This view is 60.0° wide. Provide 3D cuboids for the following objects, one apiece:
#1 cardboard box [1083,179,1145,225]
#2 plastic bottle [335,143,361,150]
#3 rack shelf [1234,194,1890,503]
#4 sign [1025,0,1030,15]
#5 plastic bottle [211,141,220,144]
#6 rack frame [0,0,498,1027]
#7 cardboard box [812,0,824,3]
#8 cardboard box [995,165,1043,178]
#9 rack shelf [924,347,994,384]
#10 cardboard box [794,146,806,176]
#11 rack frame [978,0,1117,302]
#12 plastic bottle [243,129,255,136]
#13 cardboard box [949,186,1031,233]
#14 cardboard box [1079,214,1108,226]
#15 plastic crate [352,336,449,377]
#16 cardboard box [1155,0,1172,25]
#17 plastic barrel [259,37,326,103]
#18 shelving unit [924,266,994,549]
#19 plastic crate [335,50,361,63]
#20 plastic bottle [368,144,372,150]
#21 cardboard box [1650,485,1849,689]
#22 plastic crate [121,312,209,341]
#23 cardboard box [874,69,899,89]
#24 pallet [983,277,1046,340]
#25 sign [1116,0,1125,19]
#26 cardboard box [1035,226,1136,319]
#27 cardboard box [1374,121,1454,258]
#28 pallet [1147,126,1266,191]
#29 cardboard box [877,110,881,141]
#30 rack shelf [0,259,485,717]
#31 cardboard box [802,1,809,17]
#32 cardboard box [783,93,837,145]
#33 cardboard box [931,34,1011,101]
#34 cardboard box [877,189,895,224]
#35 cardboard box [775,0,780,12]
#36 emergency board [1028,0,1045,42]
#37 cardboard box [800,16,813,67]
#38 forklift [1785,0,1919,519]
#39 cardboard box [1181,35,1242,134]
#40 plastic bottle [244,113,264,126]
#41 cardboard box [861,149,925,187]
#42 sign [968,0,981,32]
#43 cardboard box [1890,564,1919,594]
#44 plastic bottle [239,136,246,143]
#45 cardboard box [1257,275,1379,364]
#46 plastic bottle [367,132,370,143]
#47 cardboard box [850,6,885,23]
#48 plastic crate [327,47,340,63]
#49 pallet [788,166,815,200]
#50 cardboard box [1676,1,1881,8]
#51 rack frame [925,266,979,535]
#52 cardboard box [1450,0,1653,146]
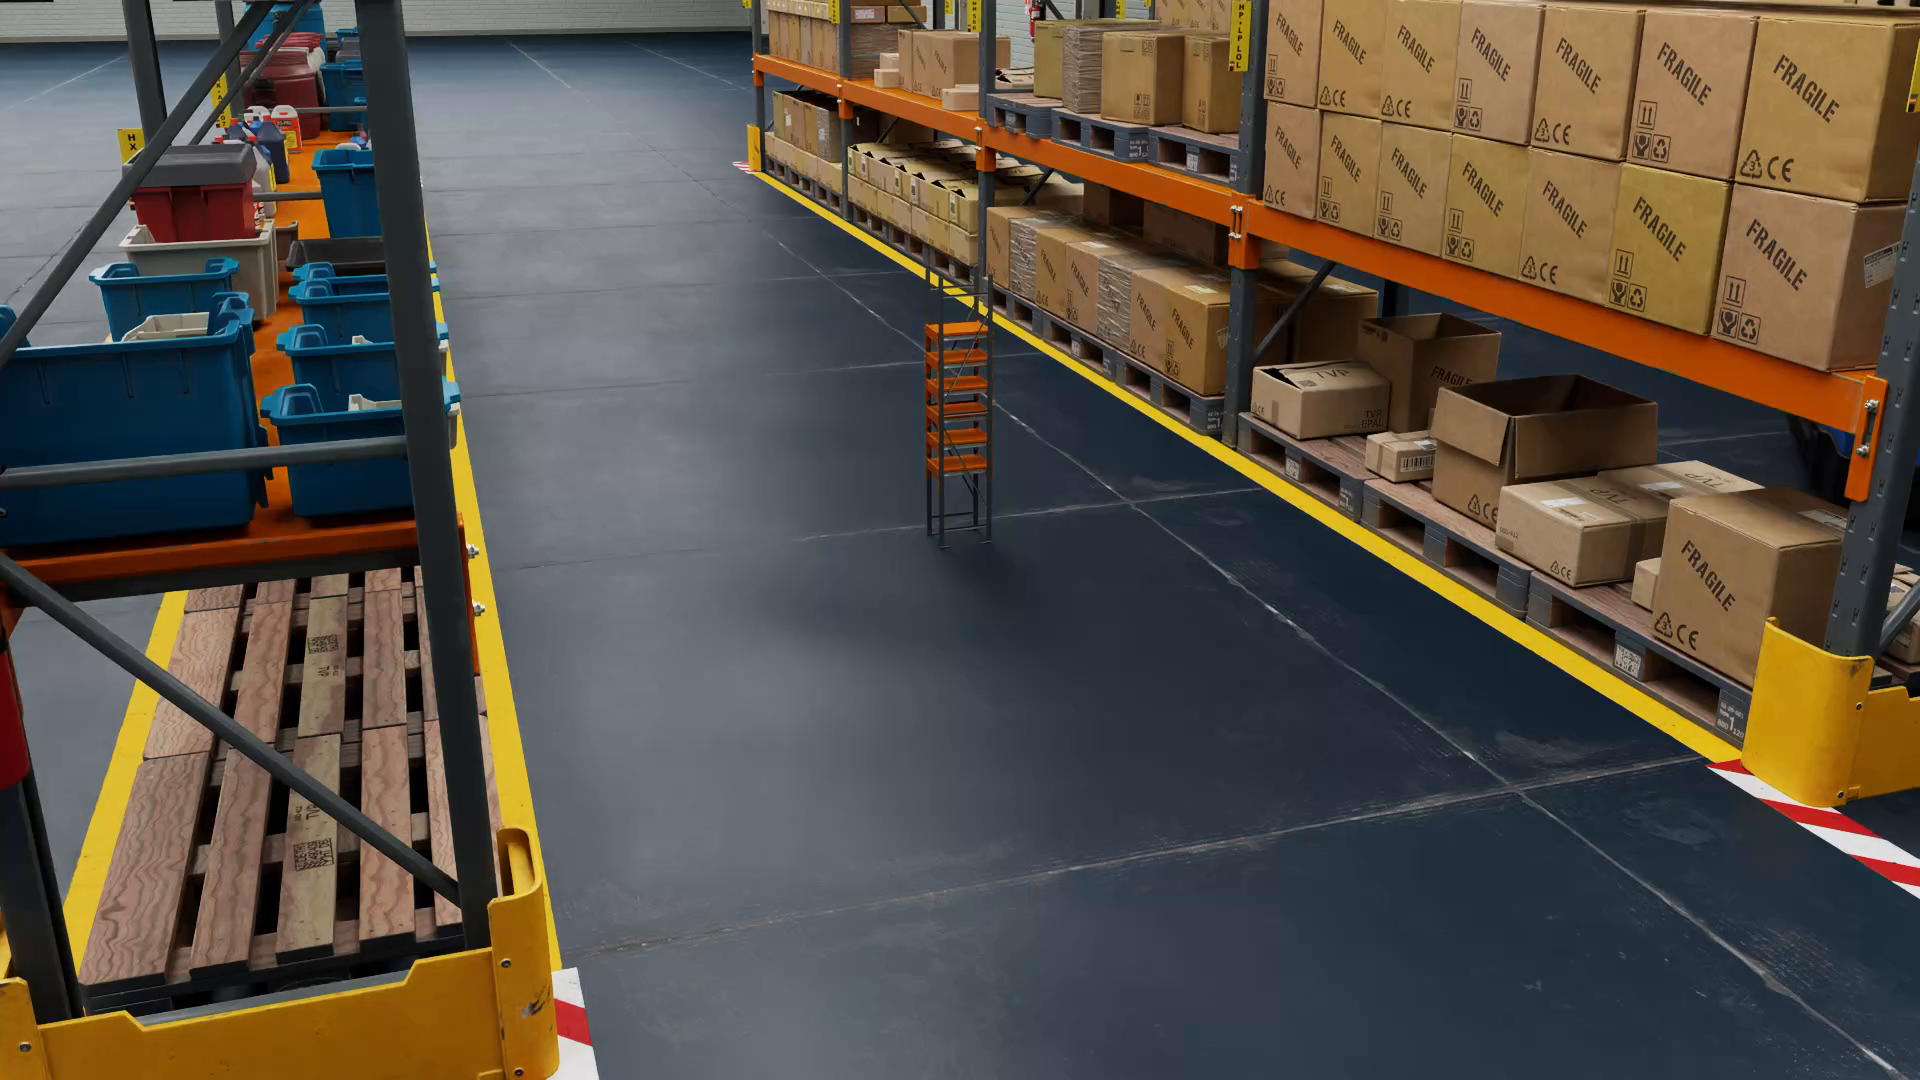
[{"bbox_3d":[1.165,-2.331,11.407,0.500,0.250,0.500,-6,20,-15],"label":"cardboard box"},{"bbox_3d":[-3.039,-1.843,8.295,0.152,0.276,0.135,-6,21,-17],"label":"plastic bottle"},{"bbox_3d":[2.513,-0.976,6.762,1.077,0.370,4.000,-6,21,-17],"label":"rack shelf"},{"bbox_3d":[1.153,-9.130,28.346,0.001,0.329,0.234,-6,21,-17],"label":"sign"},{"bbox_3d":[-3.419,-1.669,7.698,0.144,0.351,0.185,-6,21,-17],"label":"plastic bottle"},{"bbox_3d":[-1.562,-0.148,3.392,1.000,3.000,0.127,-6,21,-17],"label":"rack frame"},{"bbox_3d":[-1.093,-5.646,16.632,0.700,0.500,0.500,-6,21,-17],"label":"cardboard box"},{"bbox_3d":[0.410,-2.939,13.778,0.500,0.311,0.500,-7,21,-19],"label":"cardboard box"},{"bbox_3d":[-0.005,-0.753,7.161,0.258,0.103,0.180,-6,21,-17],"label":"rack shelf"},{"bbox_3d":[-1.460,-4.034,17.657,0.500,0.250,0.500,-6,21,-17],"label":"cardboard box"},{"bbox_3d":[0.627,-3.240,12.001,1.000,3.000,0.127,-6,21,-17],"label":"rack frame"},{"bbox_3d":[-3.812,-2.039,8.839,0.152,0.276,0.135,-6,21,-17],"label":"plastic bottle"},{"bbox_3d":[0.228,-2.550,12.695,0.500,0.311,0.500,-6,21,-16],"label":"cardboard box"},{"bbox_3d":[1.144,-1.996,11.583,0.500,0.500,0.500,-6,20,-15],"label":"cardboard box"},{"bbox_3d":[-1.563,-0.496,4.661,0.250,0.136,0.298,-6,21,-17],"label":"plastic crate"},{"bbox_3d":[2.679,-6.442,19.997,0.500,0.500,0.500,-6,21,-17],"label":"cardboard box"},{"bbox_3d":[-5.011,-3.497,12.515,0.433,0.535,0.433,0,20,0],"label":"plastic barrel"},{"bbox_3d":[-0.005,-0.569,7.227,0.258,1.200,0.189,-6,21,-17],"label":"shelving unit"},{"bbox_3d":[-4.294,-3.297,12.062,0.402,0.464,0.583,-6,21,-17],"label":"plastic crate"},{"bbox_3d":[-2.894,-1.860,8.340,0.152,0.276,0.135,-6,21,-17],"label":"plastic bottle"},{"bbox_3d":[2.737,0.148,5.615,0.500,0.500,0.500,-6,21,-17],"label":"cardboard box"},{"bbox_3d":[-2.289,-0.569,4.865,0.298,0.136,0.250,-6,21,-17],"label":"plastic crate"},{"bbox_3d":[-0.546,-4.100,14.765,0.380,0.149,0.250,-6,21,-17],"label":"cardboard box"},{"bbox_3d":[0.826,-1.684,11.794,1.003,0.211,1.213,-6,21,-17],"label":"pallet"},{"bbox_3d":[1.139,-3.809,11.988,0.100,0.325,0.005,-6,21,-17],"label":"sign"},{"bbox_3d":[0.821,-1.766,10.942,0.500,0.500,0.500,-7,21,-18],"label":"cardboard box"},{"bbox_3d":[2.105,-1.487,6.970,0.500,0.500,0.500,-6,21,-17],"label":"cardboard box"},{"bbox_3d":[1.737,-2.135,9.206,1.003,0.211,1.213,-6,21,-17],"label":"pallet"},{"bbox_3d":[-0.644,-4.122,16.793,0.500,0.500,0.500,-6,21,-17],"label":"cardboard box"},{"bbox_3d":[-2.191,-0.451,5.300,1.077,0.370,4.000,-6,21,-17],"label":"rack shelf"},{"bbox_3d":[-1.403,-5.433,16.999,0.380,0.149,0.250,-6,21,-15],"label":"cardboard box"},{"bbox_3d":[-1.602,-4.549,17.981,0.500,0.500,0.500,-6,21,-17],"label":"cardboard box"},{"bbox_3d":[0.084,-3.824,13.478,0.500,0.500,0.500,-8,21,-20],"label":"cardboard box"},{"bbox_3d":[-0.414,-2.942,14.616,0.500,0.250,0.500,-7,21,-19],"label":"cardboard box"},{"bbox_3d":[-1.806,-5.847,18.149,0.380,0.149,0.250,-6,21,-17],"label":"cardboard box"},{"bbox_3d":[1.229,-8.925,27.827,0.194,1.169,0.643,-6,21,-17],"label":"emergency board"},{"bbox_3d":[-1.264,-5.207,17.328,0.700,0.500,0.500,-6,21,-16],"label":"cardboard box"},{"bbox_3d":[4.995,-1.867,8.278,1.130,2.935,3.031,7,21,19],"label":"forklift"},{"bbox_3d":[1.671,-2.591,9.424,0.700,0.500,0.500,-3,20,-9],"label":"cardboard box"},{"bbox_3d":[-4.102,-2.335,9.664,0.152,0.276,0.135,-6,21,-17],"label":"plastic bottle"},{"bbox_3d":[-0.585,-3.371,14.982,0.500,0.311,0.500,-7,21,-18],"label":"cardboard box"},{"bbox_3d":[0.101,-3.725,11.638,0.100,0.325,0.005,-6,21,-17],"label":"sign"},{"bbox_3d":[3.257,0.202,5.957,0.380,0.166,0.250,-6,21,-17],"label":"cardboard box"},{"bbox_3d":[-3.685,-1.944,8.581,0.097,0.271,0.097,0,20,0],"label":"plastic bottle"},{"bbox_3d":[1.963,-1.169,9.280,0.500,0.500,0.500,-7,21,-20],"label":"cardboard box"},{"bbox_3d":[-3.075,-2.083,8.852,0.144,0.351,0.185,-6,21,-17],"label":"plastic bottle"},{"bbox_3d":[-0.919,-4.941,15.628,0.380,0.149,0.250,-6,21,-17],"label":"cardboard box"},{"bbox_3d":[-5.378,-4.151,14.629,0.767,0.338,0.504,-6,21,-17],"label":"plastic crate"},{"bbox_3d":[-1.228,-3.864,17.861,1.003,0.211,1.213,-6,21,-17],"label":"pallet"},{"bbox_3d":[2.928,-1.689,6.055,0.500,0.500,0.500,-6,21,-16],"label":"cardboard box"},{"bbox_3d":[-0.033,-0.599,7.308,0.240,1.200,0.006,-6,21,-17],"label":"rack frame"},{"bbox_3d":[2.252,-1.797,6.356,0.500,0.500,0.500,-6,21,-16],"label":"cardboard box"}]
